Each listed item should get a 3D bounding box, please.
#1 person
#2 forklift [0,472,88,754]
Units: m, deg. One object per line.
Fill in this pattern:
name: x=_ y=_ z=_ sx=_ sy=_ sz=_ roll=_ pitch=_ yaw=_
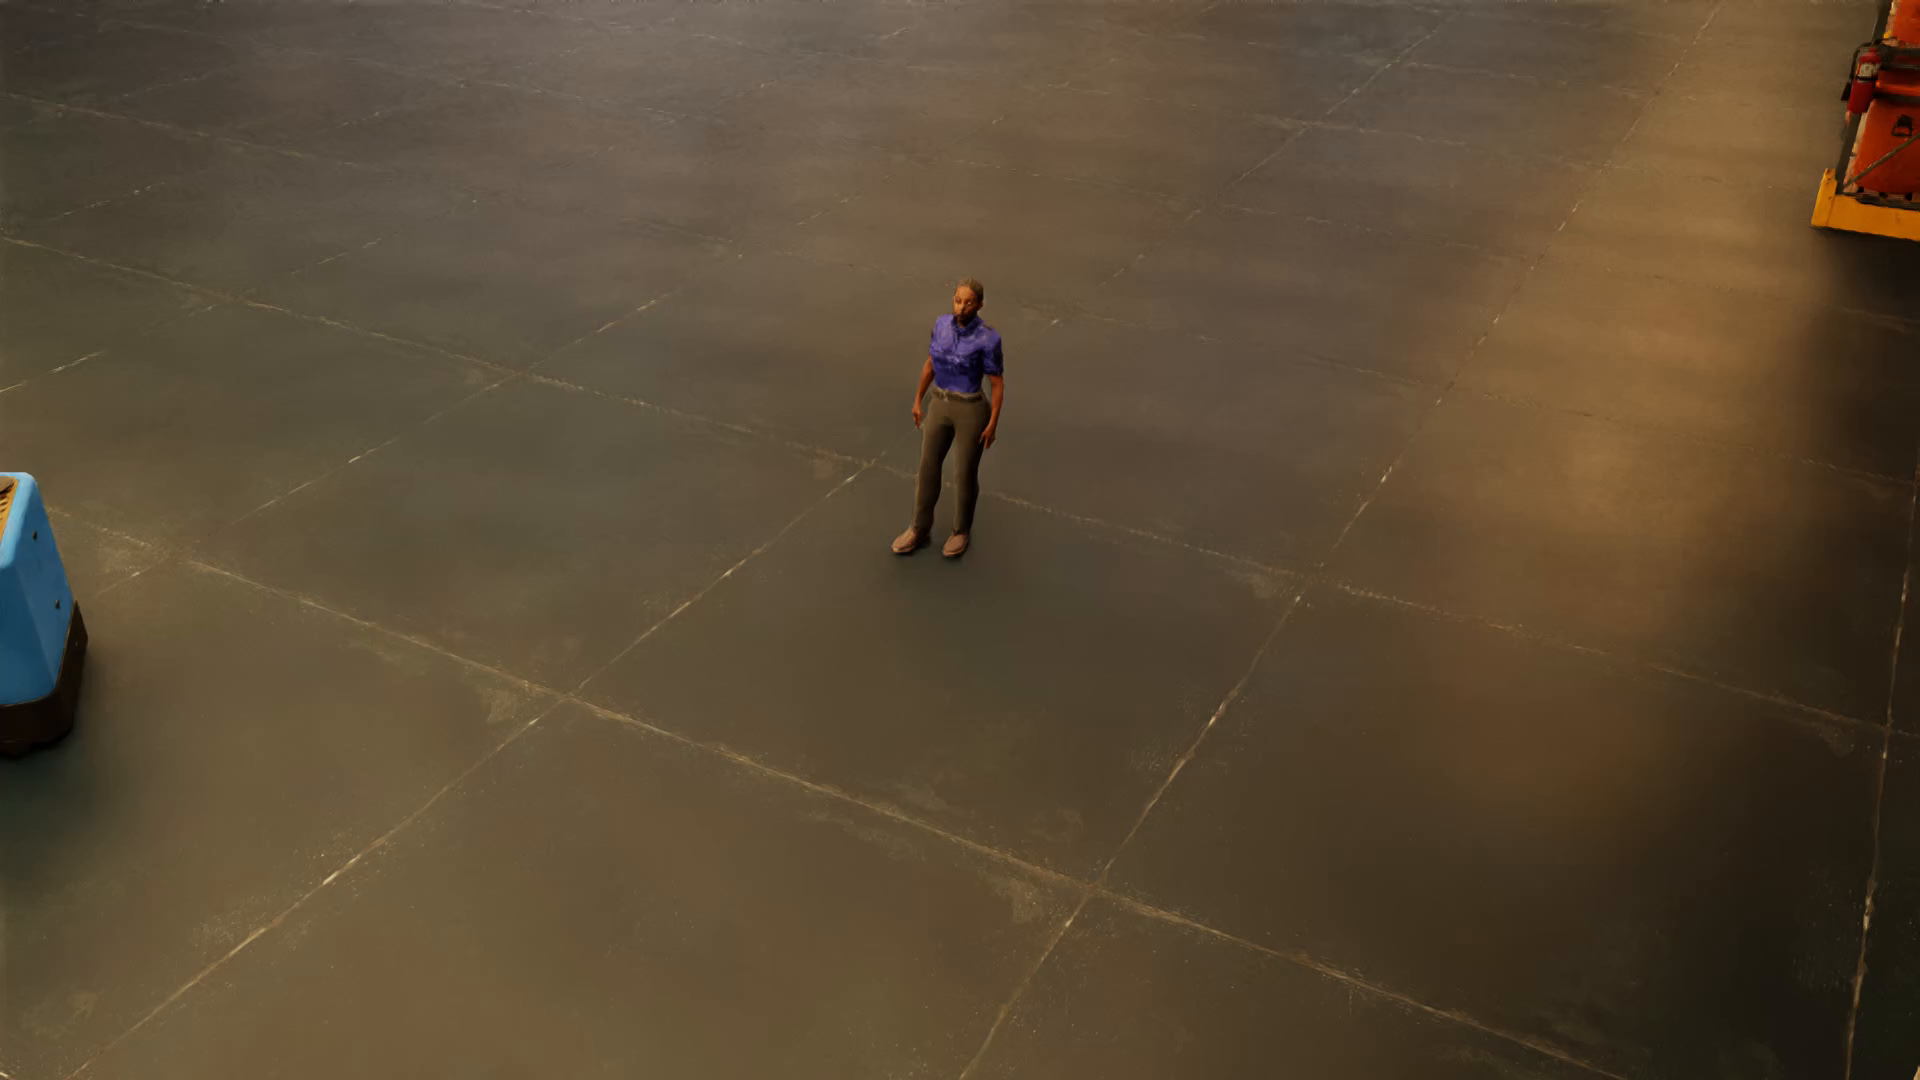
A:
person: x=-0.059 y=-0.689 z=9.527 sx=0.570 sy=1.654 sz=0.503 roll=15 pitch=33 yaw=25
forklift: x=-5.985 y=-0.234 z=7.475 sx=3.031 sy=2.935 sz=1.130 roll=-10 pitch=31 yaw=-17
